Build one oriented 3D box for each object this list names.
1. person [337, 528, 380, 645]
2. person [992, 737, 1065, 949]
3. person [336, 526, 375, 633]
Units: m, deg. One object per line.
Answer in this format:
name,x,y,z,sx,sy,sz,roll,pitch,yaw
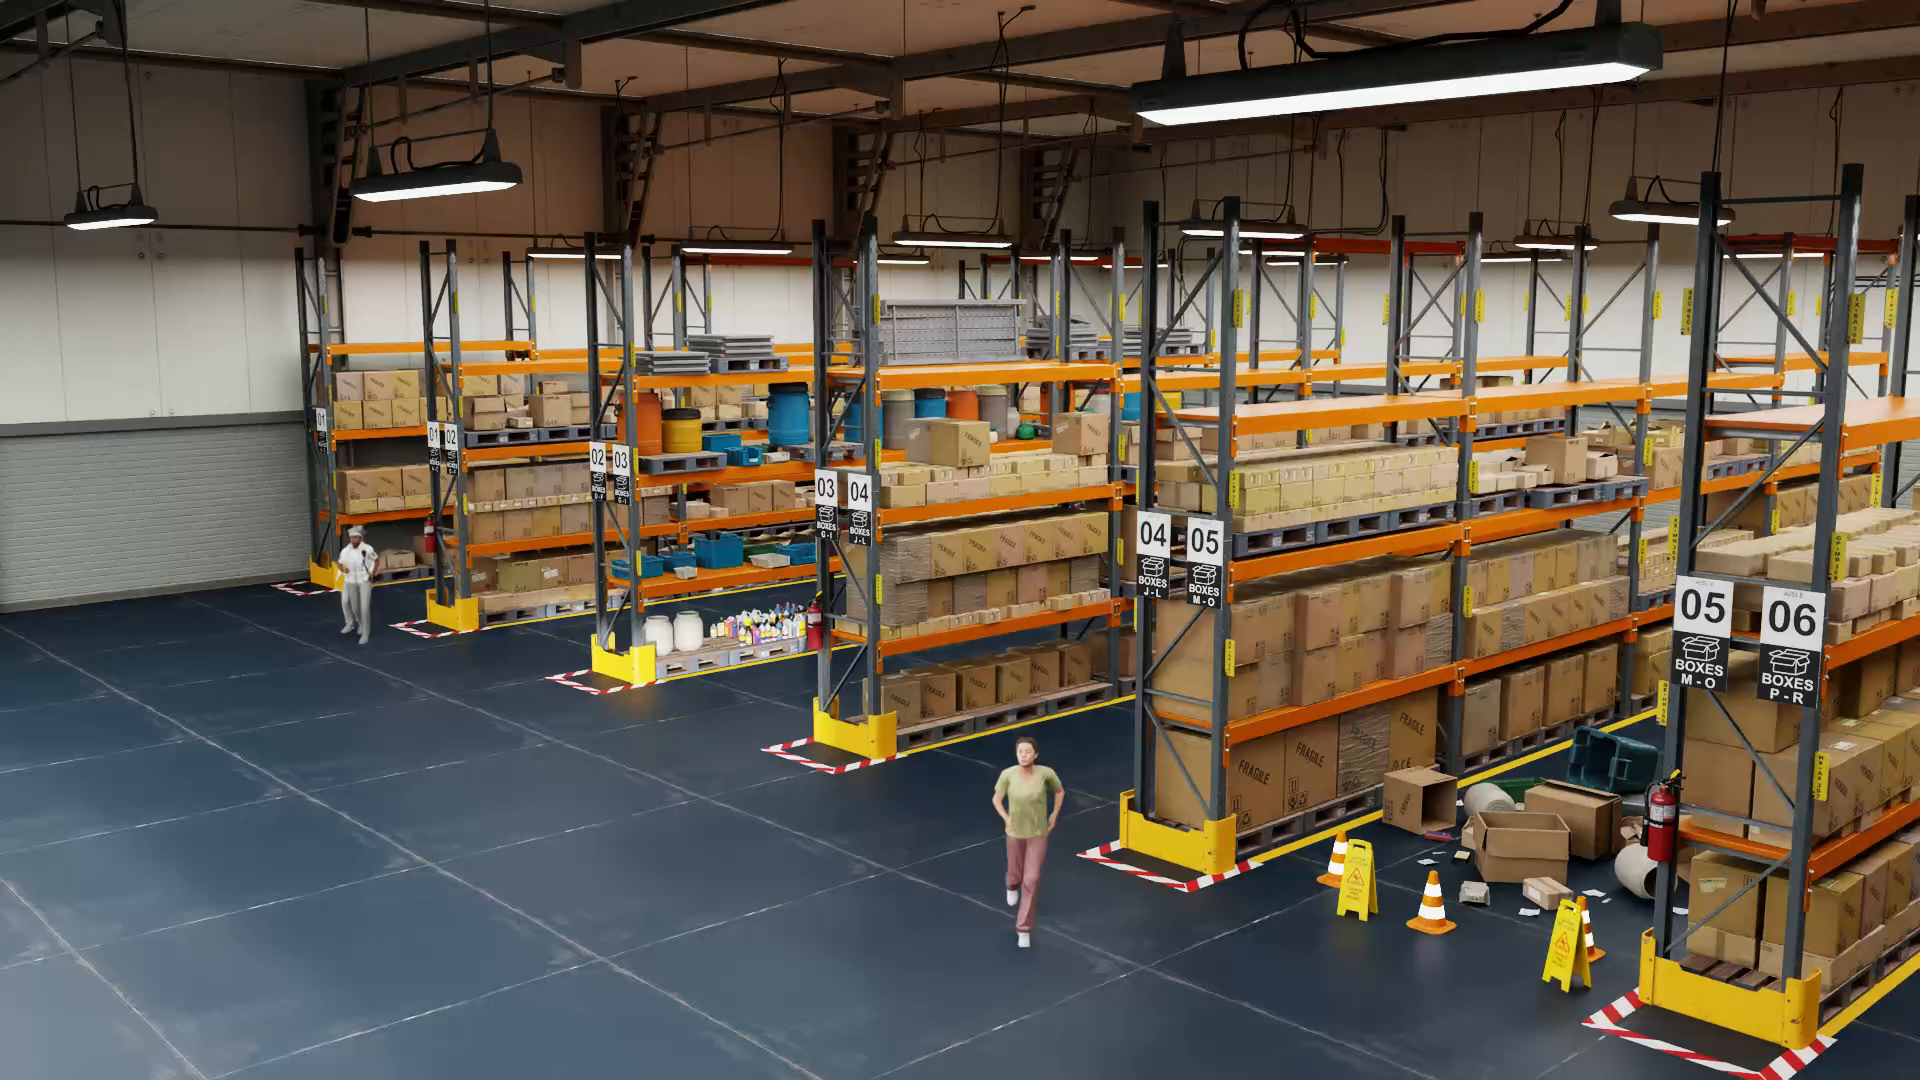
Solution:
person,-9.049,0.660,25.023,0.608,1.724,0.810,-2,9,-13
person,0.556,2.393,13.551,0.587,1.662,0.820,1,8,4
person,-9.361,0.591,25.824,0.670,1.647,0.559,1,8,9
